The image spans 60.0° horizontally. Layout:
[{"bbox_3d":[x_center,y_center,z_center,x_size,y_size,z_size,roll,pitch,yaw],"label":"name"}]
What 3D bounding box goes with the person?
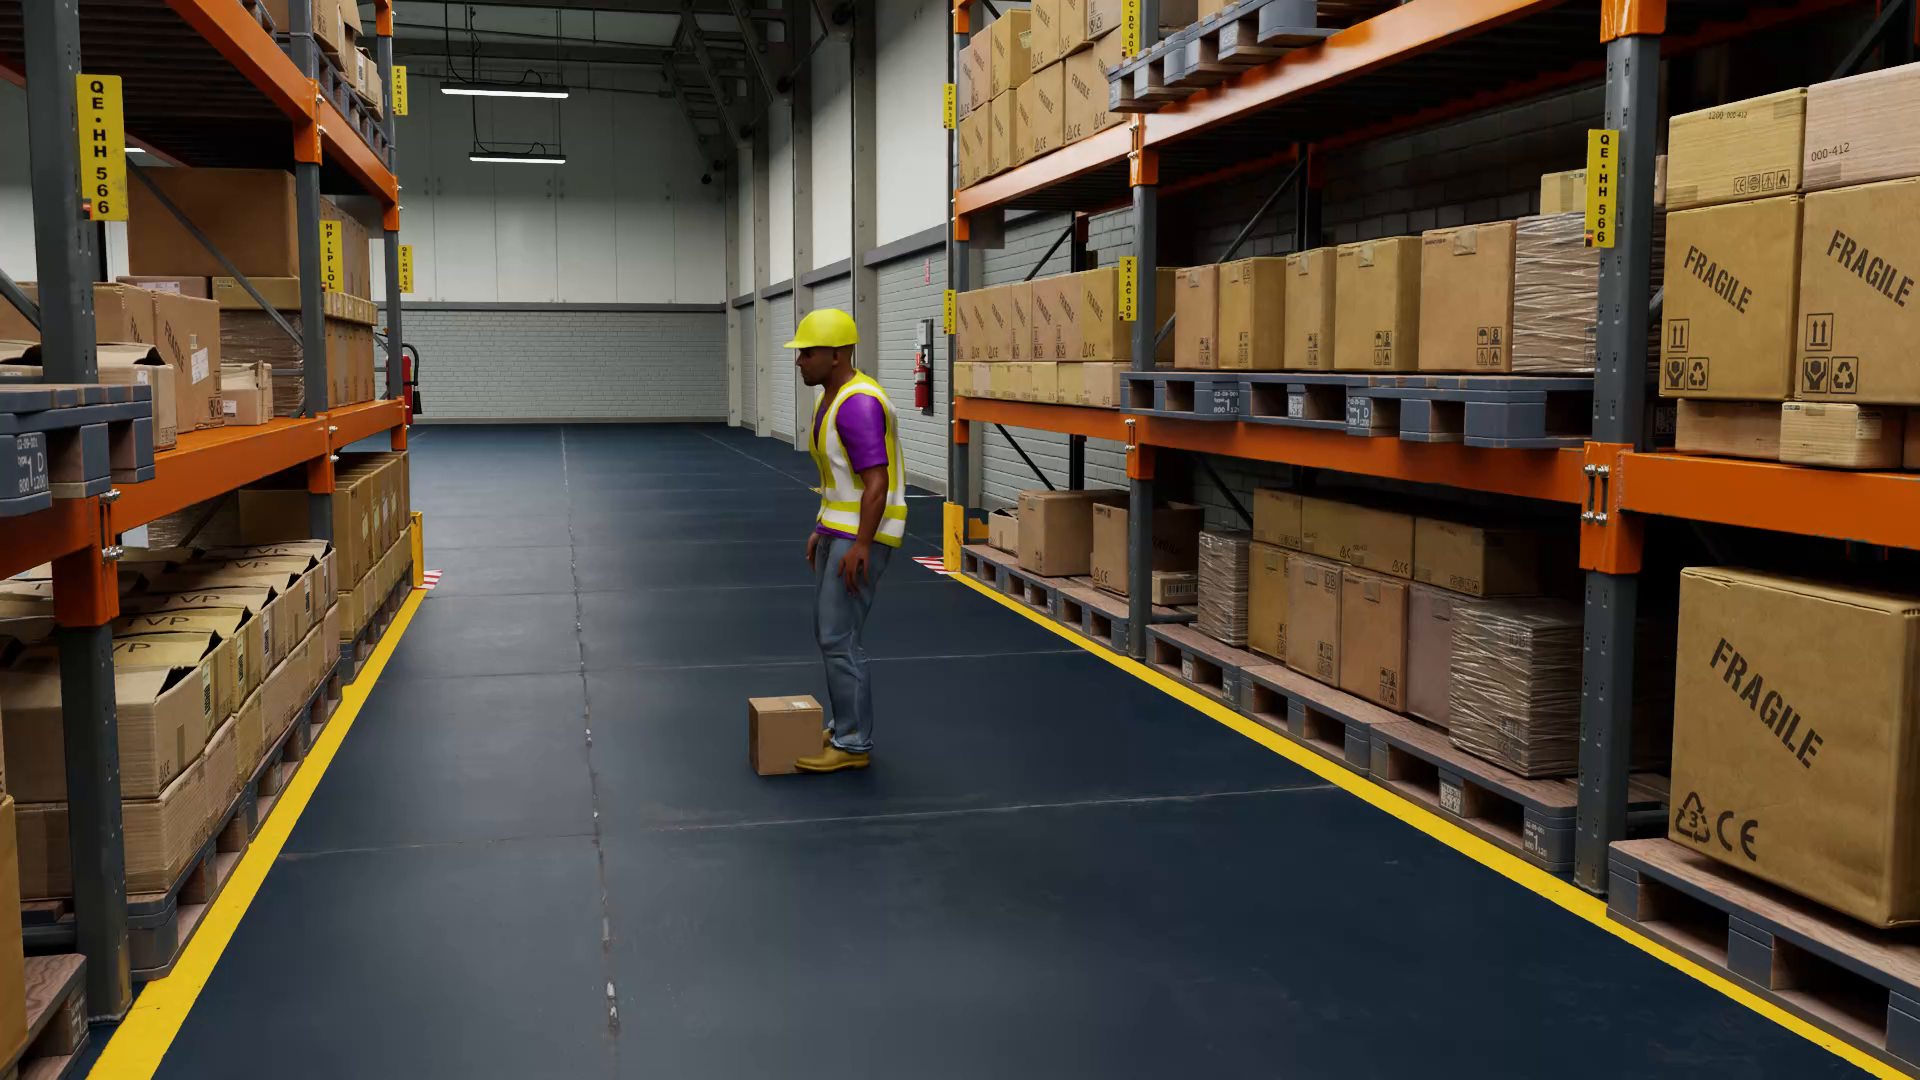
[{"bbox_3d":[-0.450,-0.003,6.397,0.458,1.760,0.634,-2,6,-17],"label":"person"}]
